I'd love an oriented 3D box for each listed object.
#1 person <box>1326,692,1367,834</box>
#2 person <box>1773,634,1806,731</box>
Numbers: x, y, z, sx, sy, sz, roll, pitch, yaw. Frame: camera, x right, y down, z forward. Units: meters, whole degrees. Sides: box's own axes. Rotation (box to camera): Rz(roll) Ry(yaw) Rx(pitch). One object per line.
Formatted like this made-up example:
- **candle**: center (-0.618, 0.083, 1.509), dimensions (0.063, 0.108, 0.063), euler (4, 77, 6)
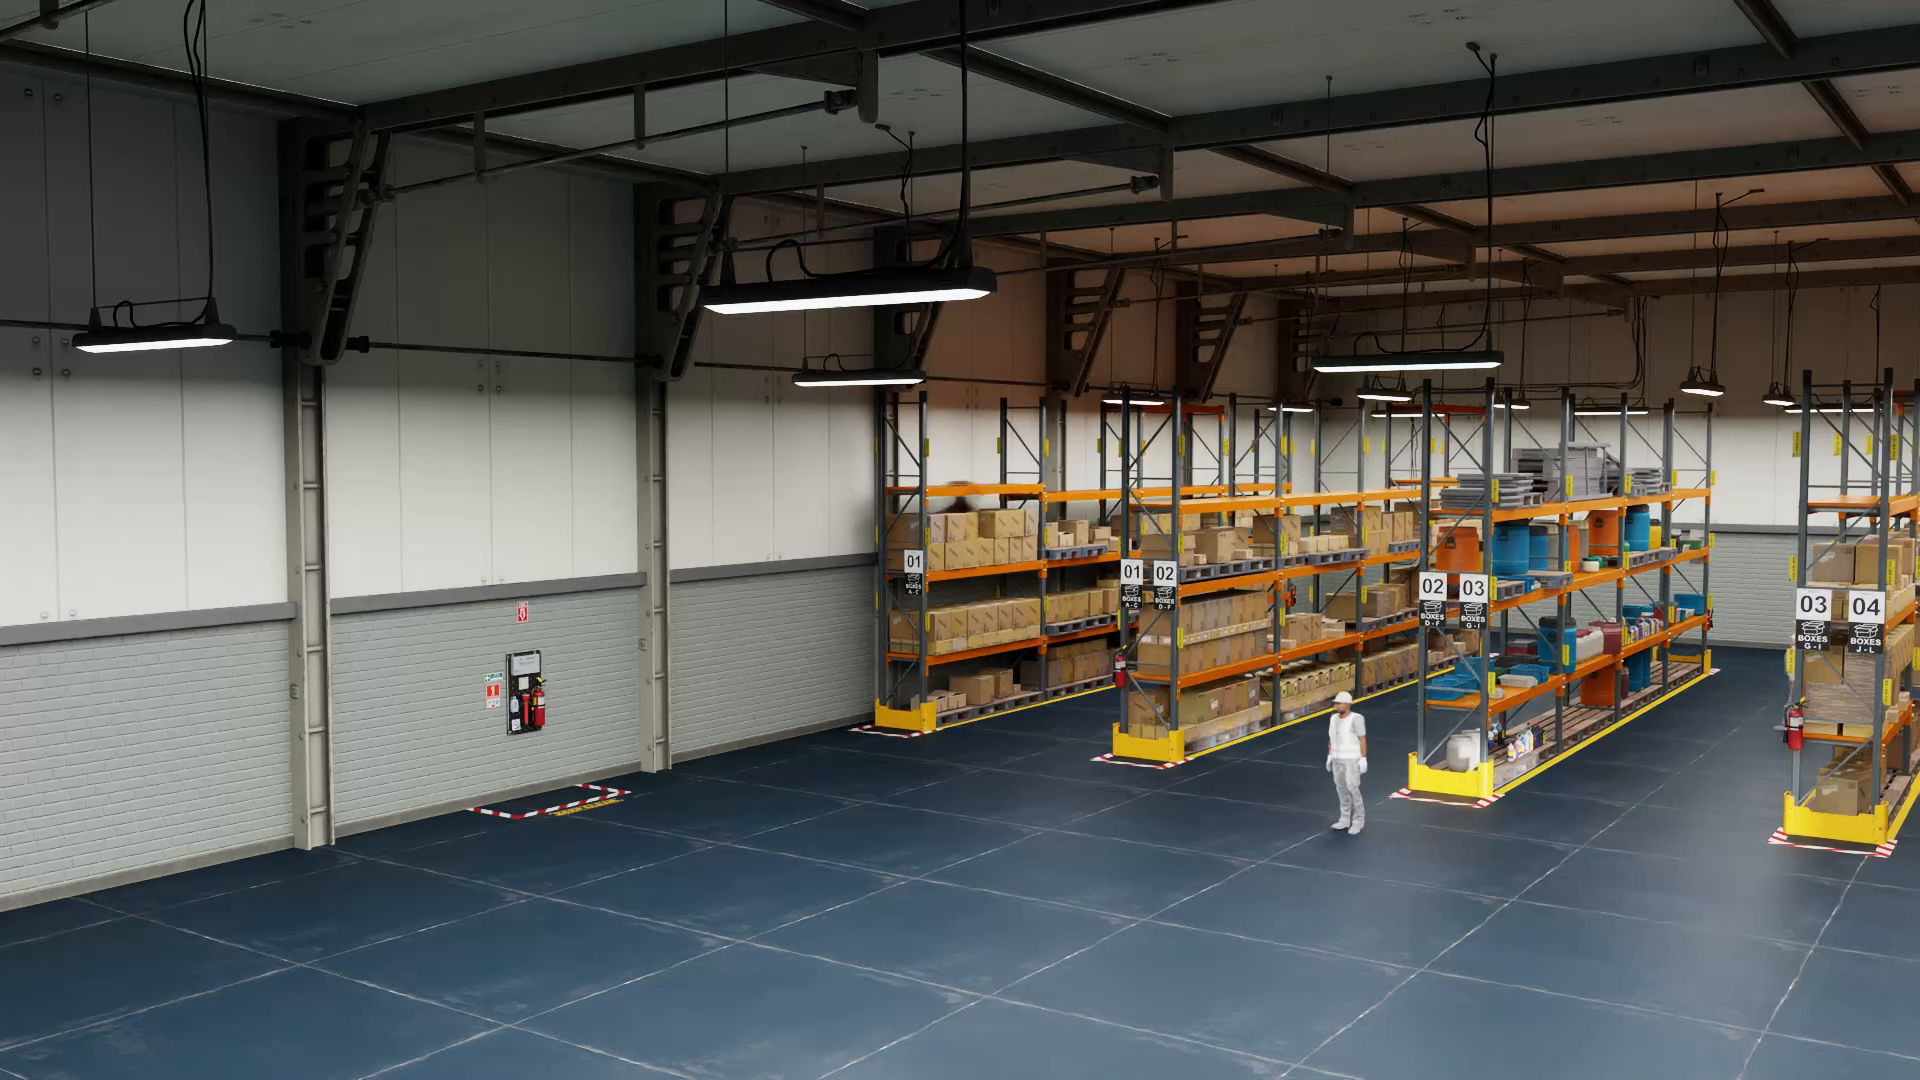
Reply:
- **person**: center (5.048, 2.908, 21.824), dimensions (0.390, 1.829, 0.610), euler (-2, 4, -33)
- **person**: center (14.746, 2.481, 29.449), dimensions (0.578, 1.766, 0.546), euler (2, 4, 28)
